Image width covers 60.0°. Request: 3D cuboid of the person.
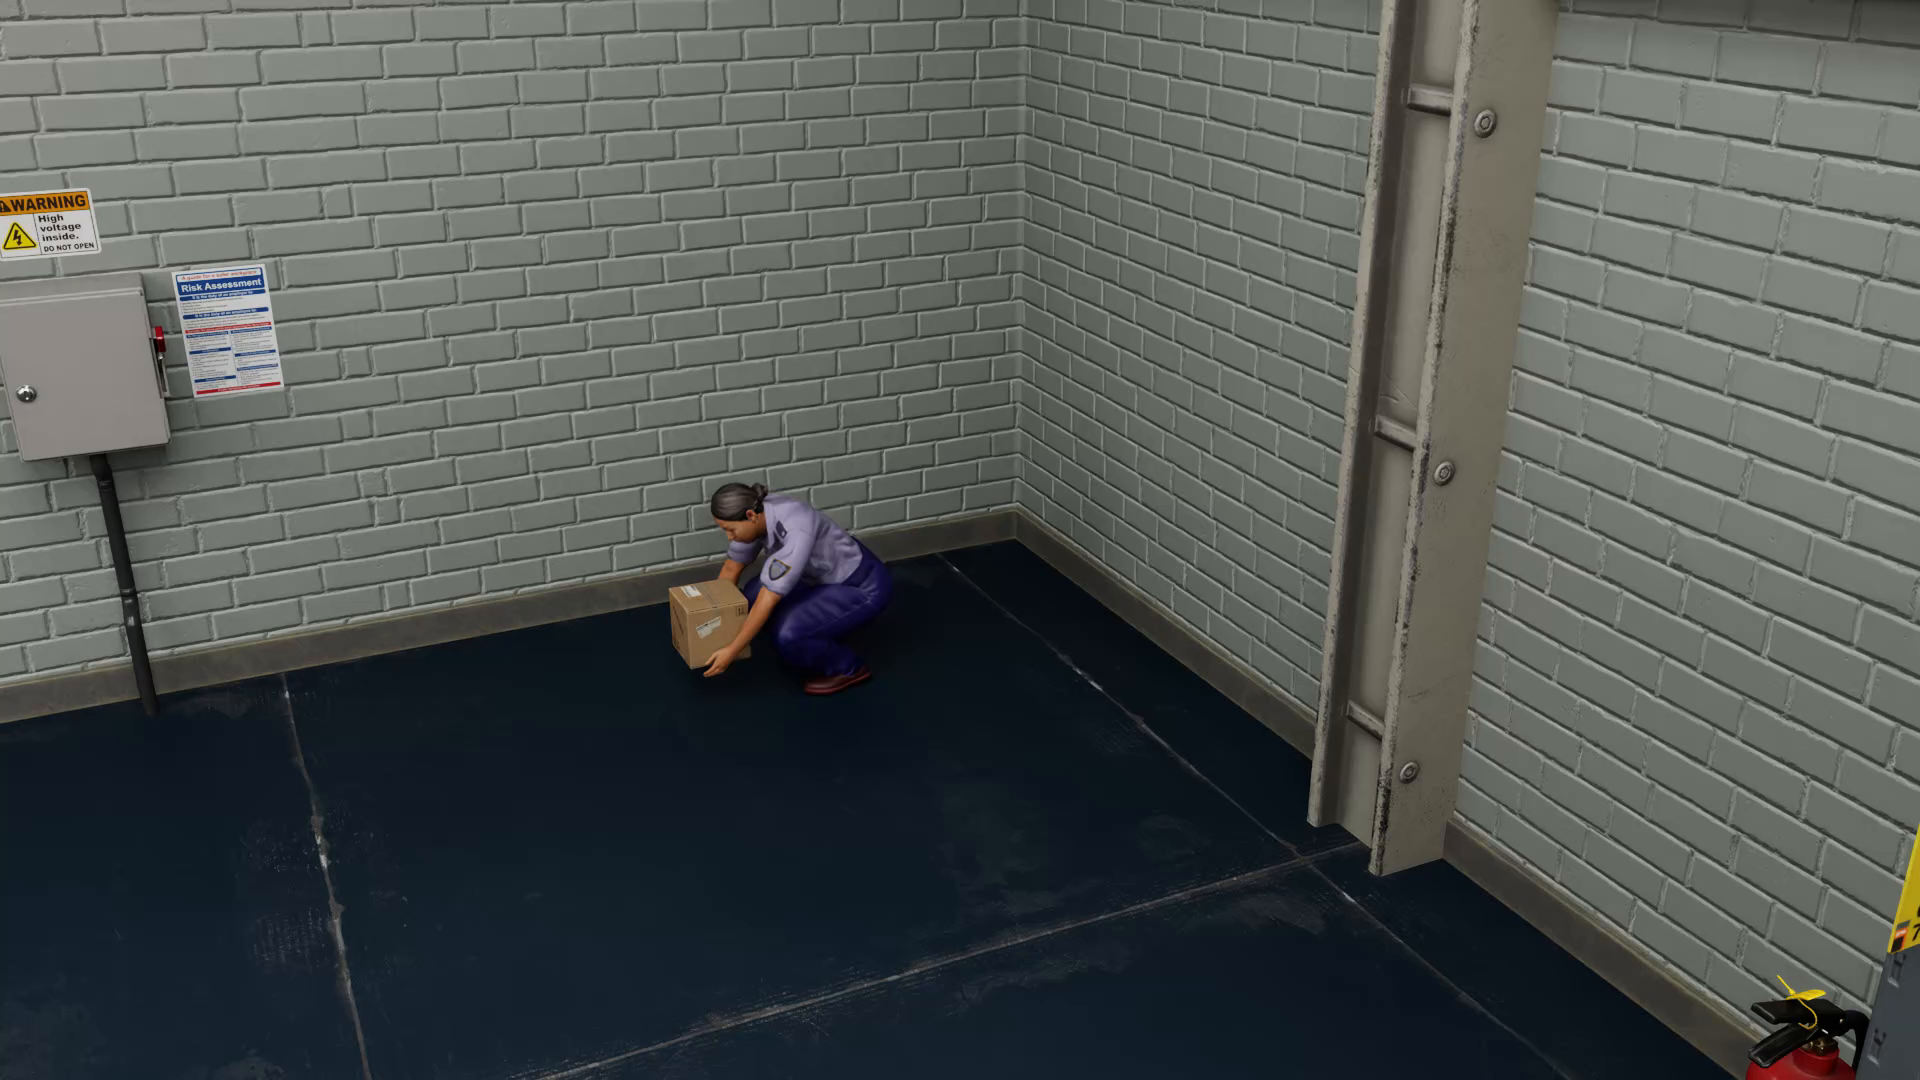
[{"bbox_3d":[-0.685,0.156,6.708,0.839,0.920,0.530,-10,24,-23],"label":"person"}]
